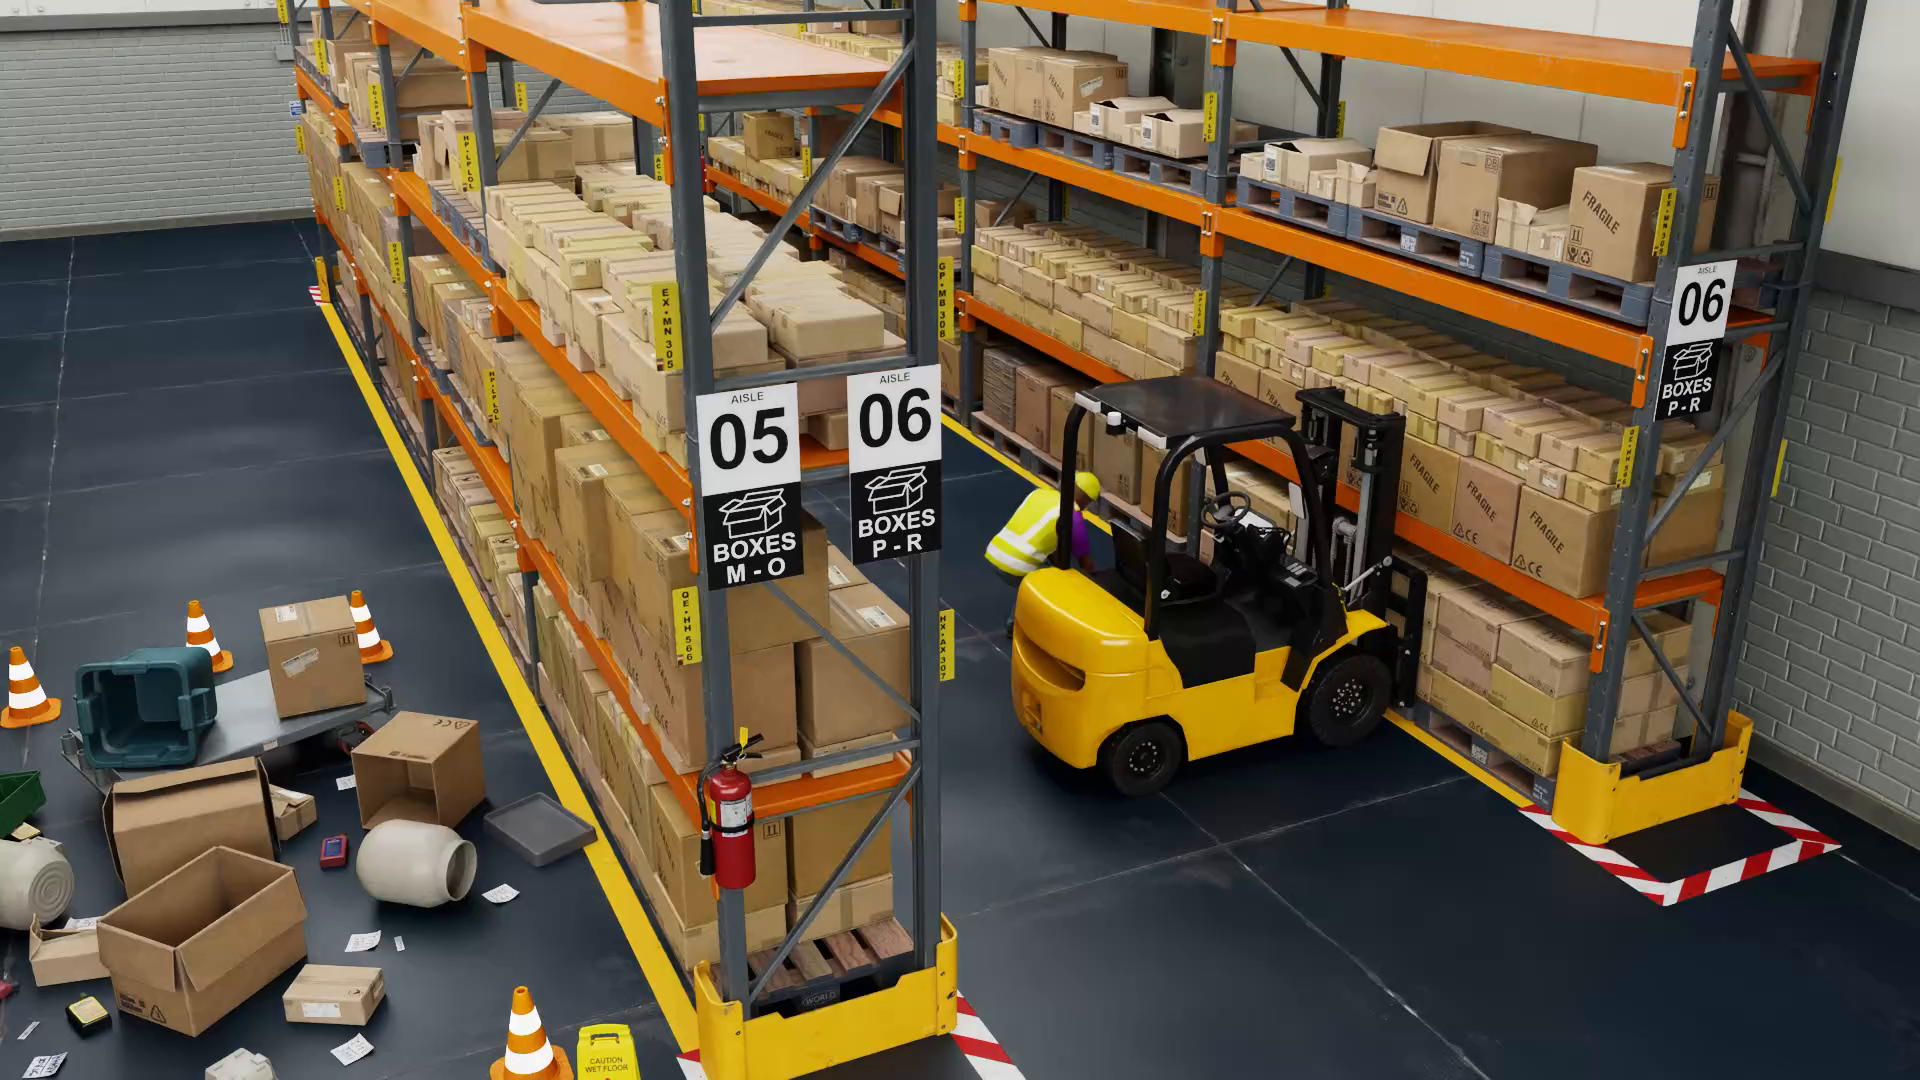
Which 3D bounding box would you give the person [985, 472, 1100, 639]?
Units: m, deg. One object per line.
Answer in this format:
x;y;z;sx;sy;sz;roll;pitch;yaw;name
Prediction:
0.580;0.129;11.473;0.856;1.167;0.615;-10;24;-24;person
